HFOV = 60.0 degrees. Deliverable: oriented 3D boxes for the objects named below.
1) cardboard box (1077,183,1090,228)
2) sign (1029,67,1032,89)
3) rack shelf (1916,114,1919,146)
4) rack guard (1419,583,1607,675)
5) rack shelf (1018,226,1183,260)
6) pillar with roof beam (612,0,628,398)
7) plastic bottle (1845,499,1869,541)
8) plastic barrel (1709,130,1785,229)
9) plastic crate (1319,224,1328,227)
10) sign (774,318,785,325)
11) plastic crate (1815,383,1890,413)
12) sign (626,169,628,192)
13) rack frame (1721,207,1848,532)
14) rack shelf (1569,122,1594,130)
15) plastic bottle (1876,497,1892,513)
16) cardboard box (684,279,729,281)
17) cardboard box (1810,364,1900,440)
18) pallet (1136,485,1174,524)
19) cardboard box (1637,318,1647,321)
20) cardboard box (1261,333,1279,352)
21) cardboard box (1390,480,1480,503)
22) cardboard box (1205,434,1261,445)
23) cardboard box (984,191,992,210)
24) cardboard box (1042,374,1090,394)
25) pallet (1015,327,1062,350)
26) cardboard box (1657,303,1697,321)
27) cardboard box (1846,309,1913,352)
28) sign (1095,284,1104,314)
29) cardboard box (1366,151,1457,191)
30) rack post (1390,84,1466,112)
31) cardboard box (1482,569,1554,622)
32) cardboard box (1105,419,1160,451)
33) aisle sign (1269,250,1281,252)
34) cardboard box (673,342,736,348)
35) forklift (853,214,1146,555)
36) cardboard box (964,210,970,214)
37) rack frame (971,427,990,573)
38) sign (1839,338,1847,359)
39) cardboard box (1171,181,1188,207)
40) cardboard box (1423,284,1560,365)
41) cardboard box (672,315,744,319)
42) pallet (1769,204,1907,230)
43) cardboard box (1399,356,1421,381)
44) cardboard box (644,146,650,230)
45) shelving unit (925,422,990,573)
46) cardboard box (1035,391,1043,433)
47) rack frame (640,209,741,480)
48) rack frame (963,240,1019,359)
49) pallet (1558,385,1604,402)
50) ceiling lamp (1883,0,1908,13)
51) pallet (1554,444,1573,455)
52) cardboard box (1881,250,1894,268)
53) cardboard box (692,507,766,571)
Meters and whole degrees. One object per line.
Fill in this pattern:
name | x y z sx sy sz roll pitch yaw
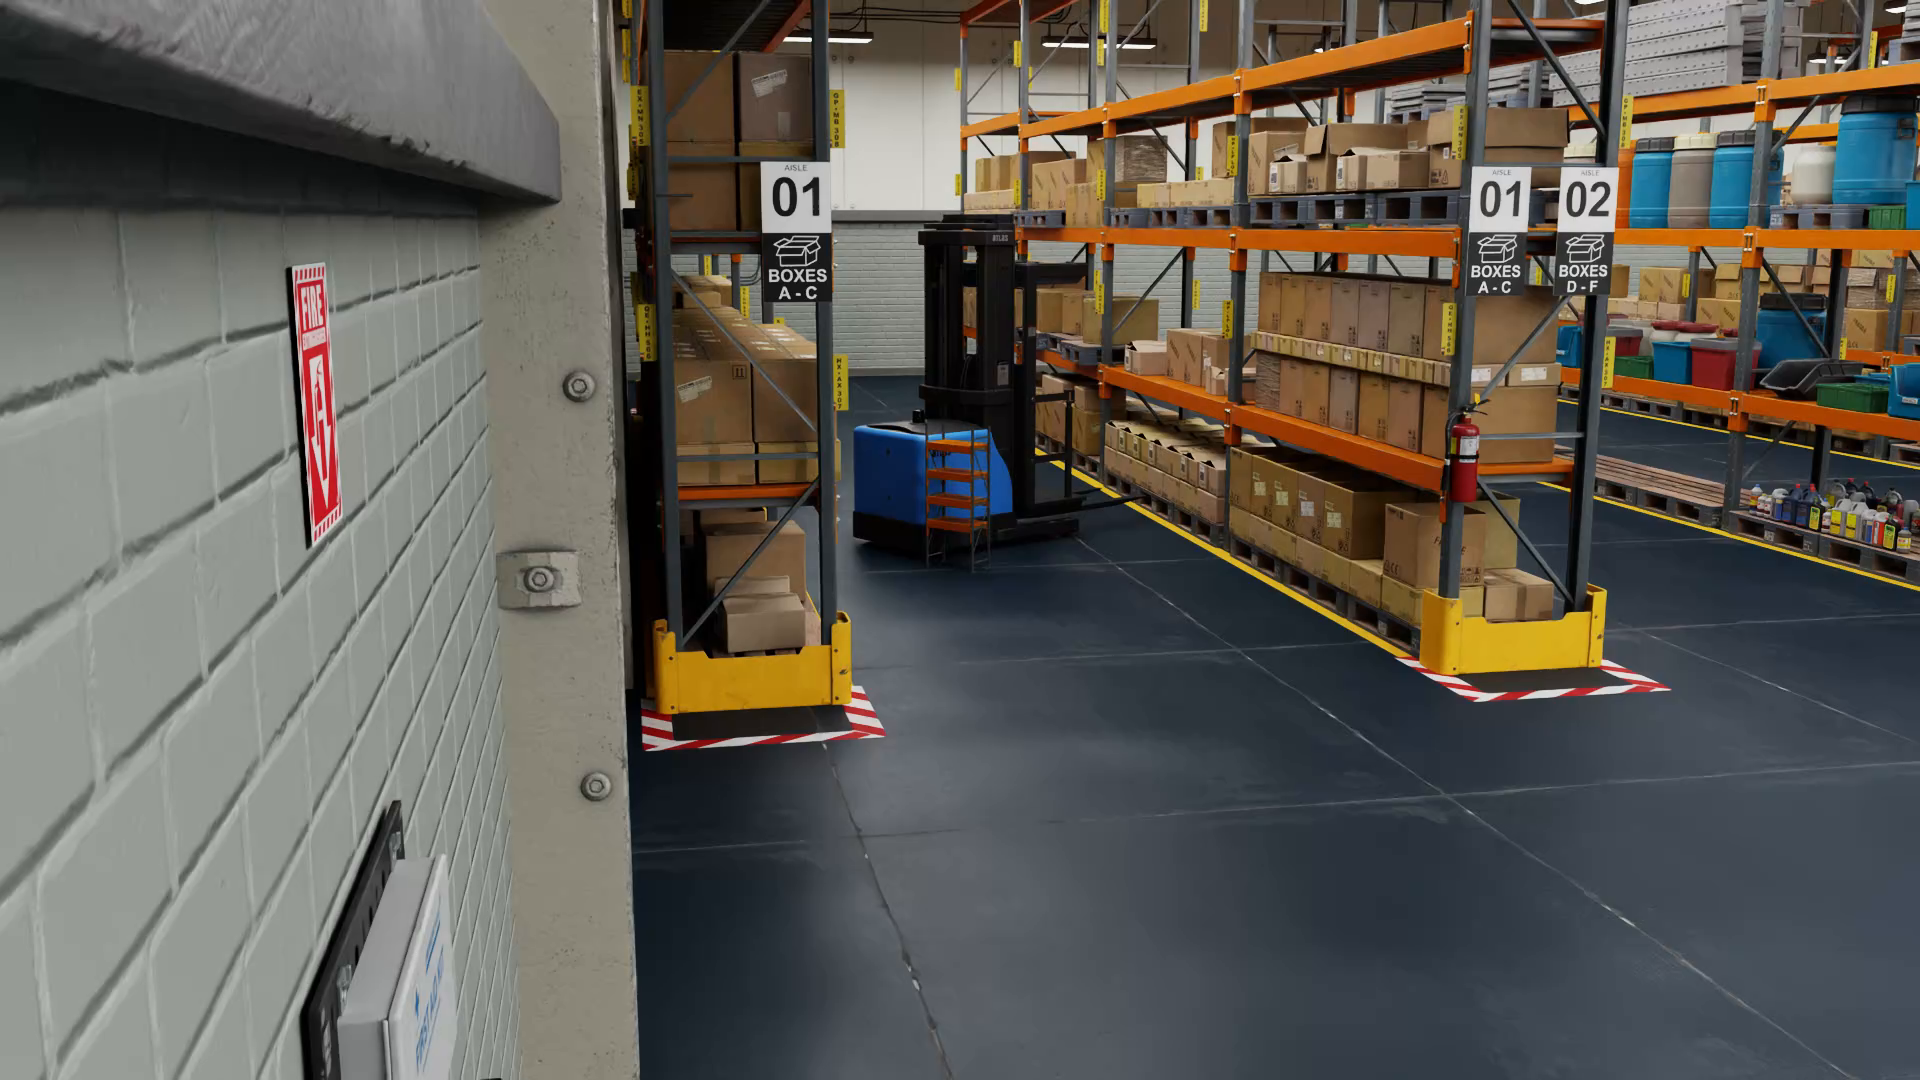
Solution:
cardboard box | 1.846 -3.822 19.020 0.910 0.500 0.500 -2 11 -11
sign | 1.056 -7.095 25.537 0.100 0.325 0.005 -2 11 -11
rack shelf | 12.170 -4.517 17.910 1.077 0.370 4.000 -2 11 -11
rack guard | 3.624 0.572 10.906 1.175 0.500 0.348 -2 11 -11
rack shelf | 1.674 -3.614 20.119 1.077 0.370 4.000 -2 11 -11
pillar with roof beam | -1.502 -6.981 27.861 9.100 9.000 0.548 -2 11 -11
plastic bottle | 7.606 -0.178 14.072 0.144 0.351 0.185 -2 11 -9
plastic barrel | 7.389 -3.378 15.614 0.600 0.901 0.708 -2 11 -11
plastic crate | 5.495 -4.772 24.592 0.437 0.282 0.530 -2 11 -11
sign | -1.486 -1.659 13.630 0.100 0.325 0.005 -2 11 -11
plastic crate | 7.688 -1.210 14.151 0.450 0.188 0.662 -2 11 -11
sign | -4.896 -5.337 24.694 0.100 0.325 0.005 -2 11 -11
rack frame | 7.701 -1.573 15.493 1.000 3.000 0.127 -2 11 -11
rack shelf | 6.534 -5.071 20.818 1.077 0.370 4.000 -2 11 -11
plastic bottle | 8.113 -0.244 14.600 0.061 0.283 0.133 -2 11 -11
cardboard box | -2.942 -2.896 19.322 0.500 0.250 0.500 -2 11 -12
cardboard box | 11.667 -1.777 21.122 1.225 0.875 0.875 -3 11 -14
pallet | 2.419 -0.382 16.691 1.003 0.211 1.213 -2 11 -11
cardboard box | 10.473 -3.283 25.146 0.380 0.149 0.250 -2 11 -10
cardboard box | 2.753 -1.659 13.942 0.380 0.149 0.250 -2 11 -10
cardboard box | 3.524 -0.173 12.364 0.500 0.500 0.500 -2 11 -11
cardboard box | 2.705 -0.892 16.643 0.500 0.311 0.500 -2 11 -9
cardboard box | 0.639 -4.861 23.809 0.500 0.250 0.500 -2 11 -11
cardboard box | 1.335 -1.937 20.905 0.500 0.250 0.500 -2 11 -11
pallet | 1.334 -2.616 21.486 1.003 0.211 1.213 -2 11 -11
cardboard box | 10.660 -3.364 24.510 0.500 0.250 0.500 -2 11 -12
cardboard box | 11.442 -2.618 20.713 0.500 0.500 0.500 -2 11 -9
sign | 1.533 -2.636 18.191 0.100 0.325 0.005 -2 11 -11
cardboard box | 3.137 -2.537 11.436 0.500 0.250 0.500 -2 11 -11
rack post | 6.278 -5.795 21.830 0.937 0.300 0.954 -2 11 -12
cardboard box | 3.733 0.378 11.473 0.500 0.250 0.500 -2 11 -11
cardboard box | 1.877 -1.152 18.009 0.500 0.311 0.500 -2 11 -9
aisle sign | 5.062 -5.054 26.826 0.394 0.787 0.004 -2 11 -11
cardboard box | -1.732 -1.050 11.086 0.500 0.500 0.500 -2 11 -13
forklift | 0.476 -1.517 15.382 3.031 2.935 1.130 -9 14 -40
cardboard box | 0.358 -4.891 25.303 0.500 0.250 0.500 -2 11 -11
rack frame | 0.172 -0.332 13.787 0.015 1.200 0.240 9 14 38
sign | 8.243 -1.727 15.562 0.100 0.325 0.005 -2 11 -11
cardboard box | 2.427 -3.452 16.617 0.500 0.250 0.500 -2 11 -12
cardboard box | 3.531 -1.442 11.068 0.700 0.500 0.500 -2 11 -11
cardboard box | -2.343 -1.795 15.215 0.700 0.500 0.500 -1 11 -3
pallet | 7.937 -2.825 14.554 1.213 0.211 1.003 -2 11 -11
cardboard box | 3.256 -1.186 11.456 0.380 0.149 0.250 -2 11 -12
cardboard box | -1.686 -2.168 10.277 0.500 0.500 0.500 -2 11 -11
shelving unit | -0.018 -0.361 13.937 0.503 1.200 0.258 9 14 38
cardboard box | 1.255 -1.654 21.427 0.500 0.500 0.500 -2 11 -10
rack frame | -2.795 -1.947 17.455 1.000 3.000 0.127 -2 11 -11
rack frame | 0.507 -3.595 26.113 1.000 3.000 0.127 -2 11 -11
pallet | 10.458 -2.440 27.508 1.003 0.211 1.213 -2 11 -11
ceiling lamp | 13.869 -8.982 22.764 0.800 3.185 2.000 -2 11 -11
pallet | 6.729 -1.080 20.360 1.003 0.211 1.213 -2 11 -11
cardboard box | 15.223 -4.429 26.758 0.500 0.500 0.500 -2 11 -13
cardboard box | -1.776 -0.012 12.800 0.500 0.500 0.500 -3 11 -15
